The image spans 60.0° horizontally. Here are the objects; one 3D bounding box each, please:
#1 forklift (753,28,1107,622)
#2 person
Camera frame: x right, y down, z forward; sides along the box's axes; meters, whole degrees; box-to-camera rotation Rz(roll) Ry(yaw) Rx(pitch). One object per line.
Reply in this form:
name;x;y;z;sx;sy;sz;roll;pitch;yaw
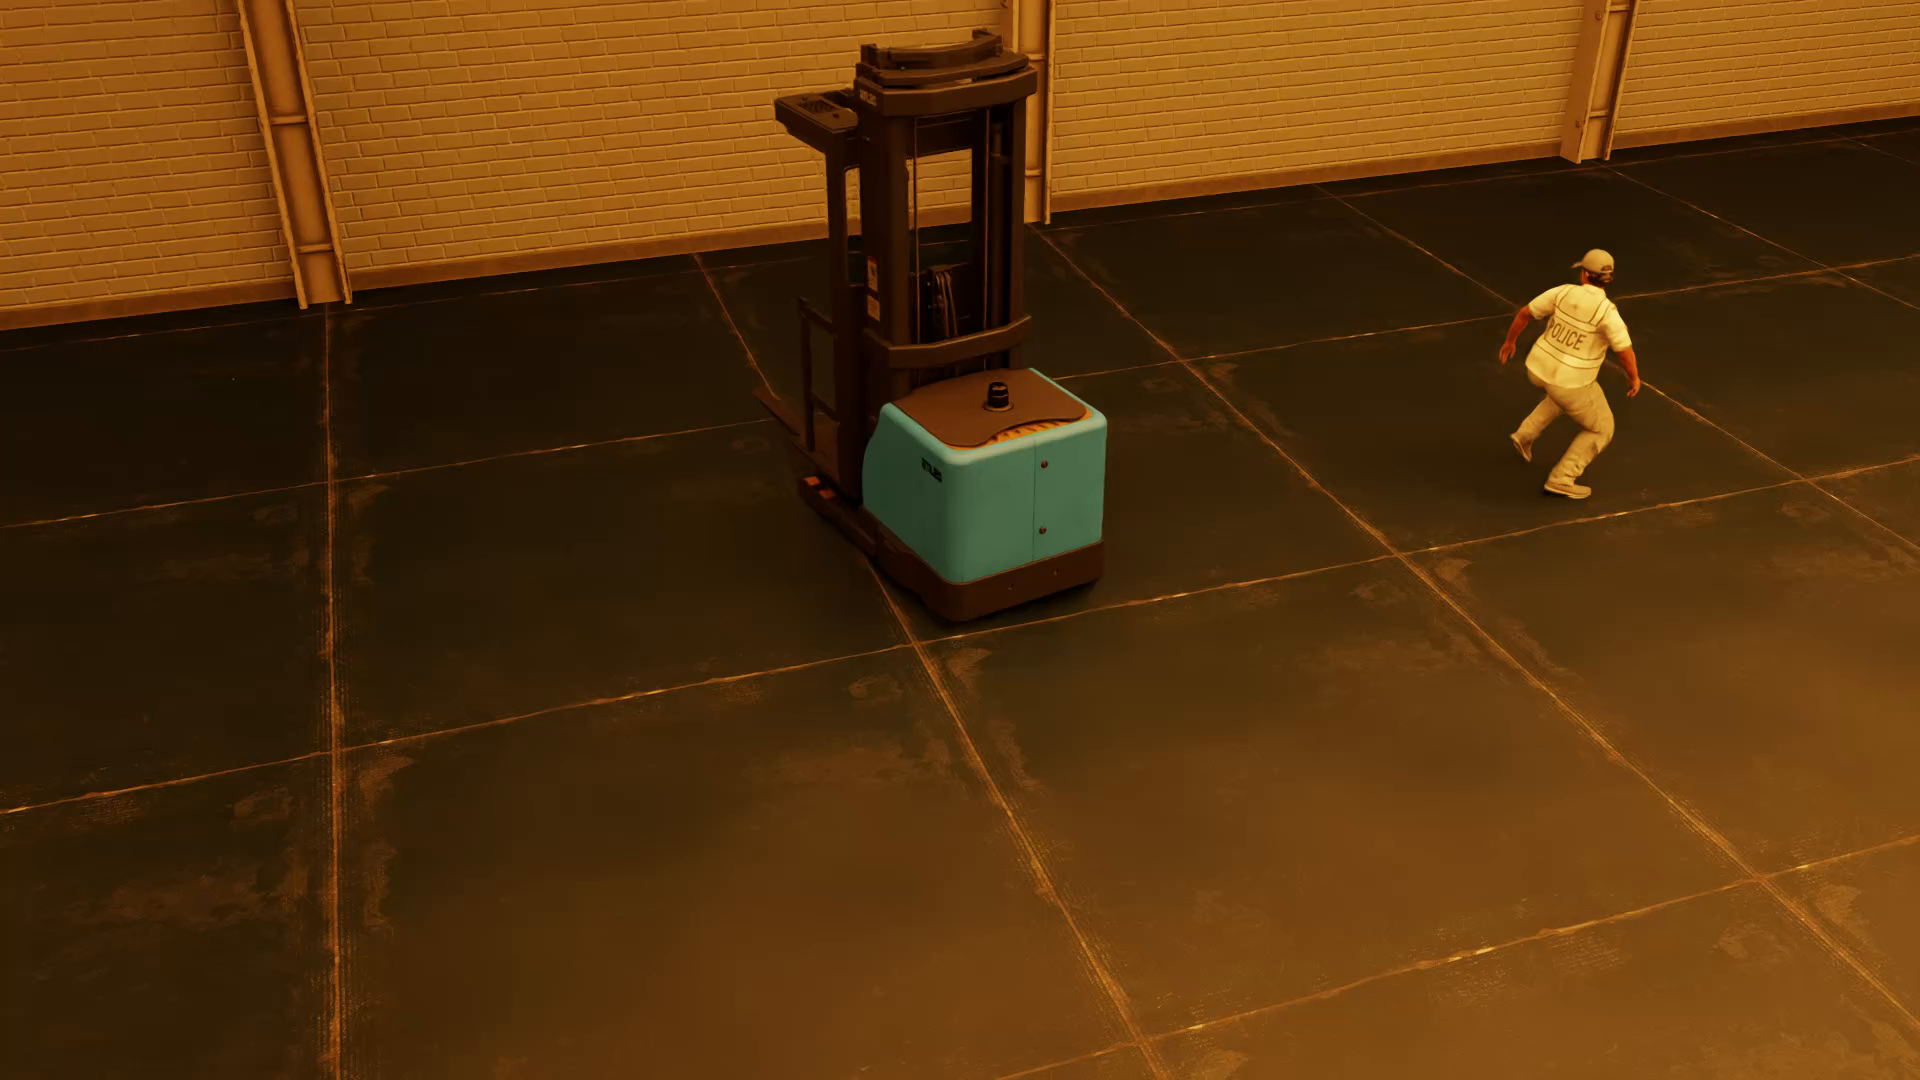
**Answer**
forklift;-0.359;-1.524;9.736;1.130;2.935;3.031;-16;34;-26
person;3.796;-1.055;10.311;0.567;1.572;0.745;-12;32;-20
